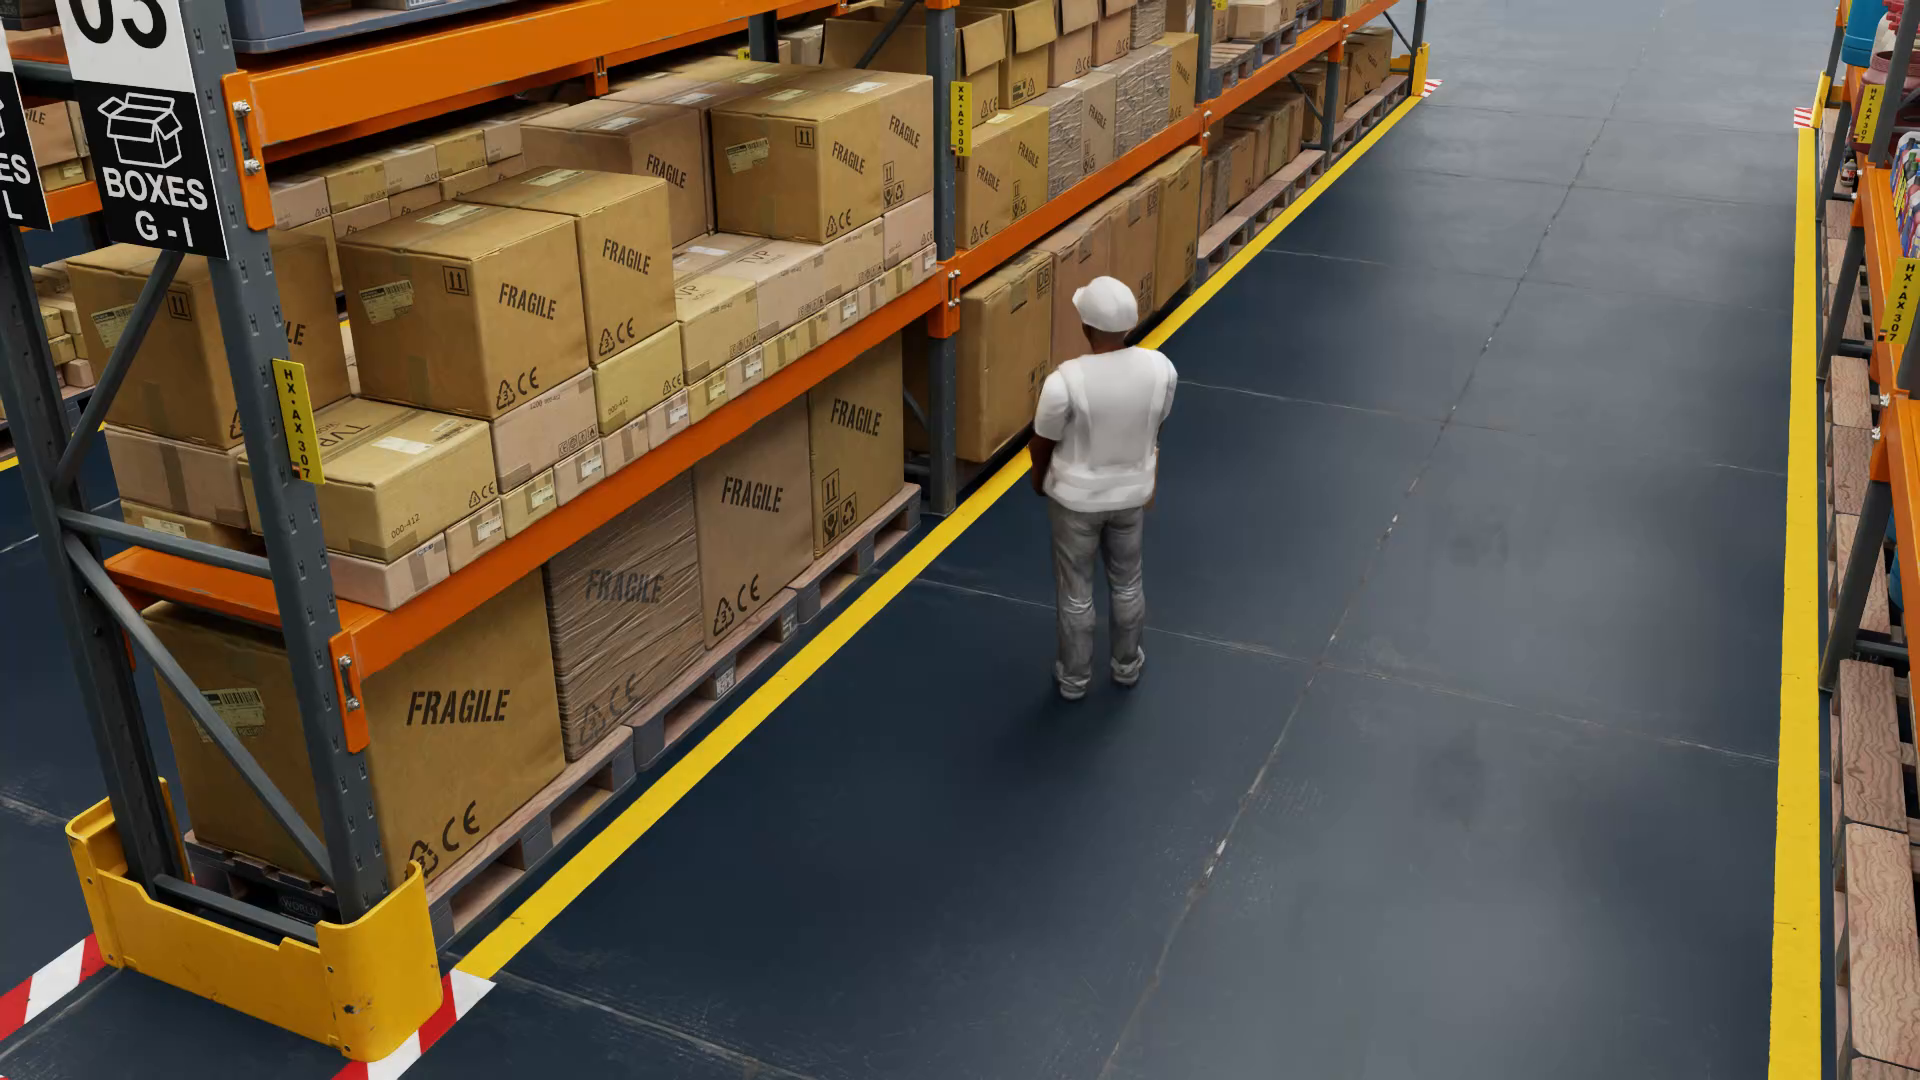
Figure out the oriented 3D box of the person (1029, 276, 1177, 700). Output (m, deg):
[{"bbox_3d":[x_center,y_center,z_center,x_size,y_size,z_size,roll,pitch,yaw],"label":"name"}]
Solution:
[{"bbox_3d":[0.537,-0.203,6.479,0.597,1.775,0.509,-9,27,-18],"label":"person"}]
